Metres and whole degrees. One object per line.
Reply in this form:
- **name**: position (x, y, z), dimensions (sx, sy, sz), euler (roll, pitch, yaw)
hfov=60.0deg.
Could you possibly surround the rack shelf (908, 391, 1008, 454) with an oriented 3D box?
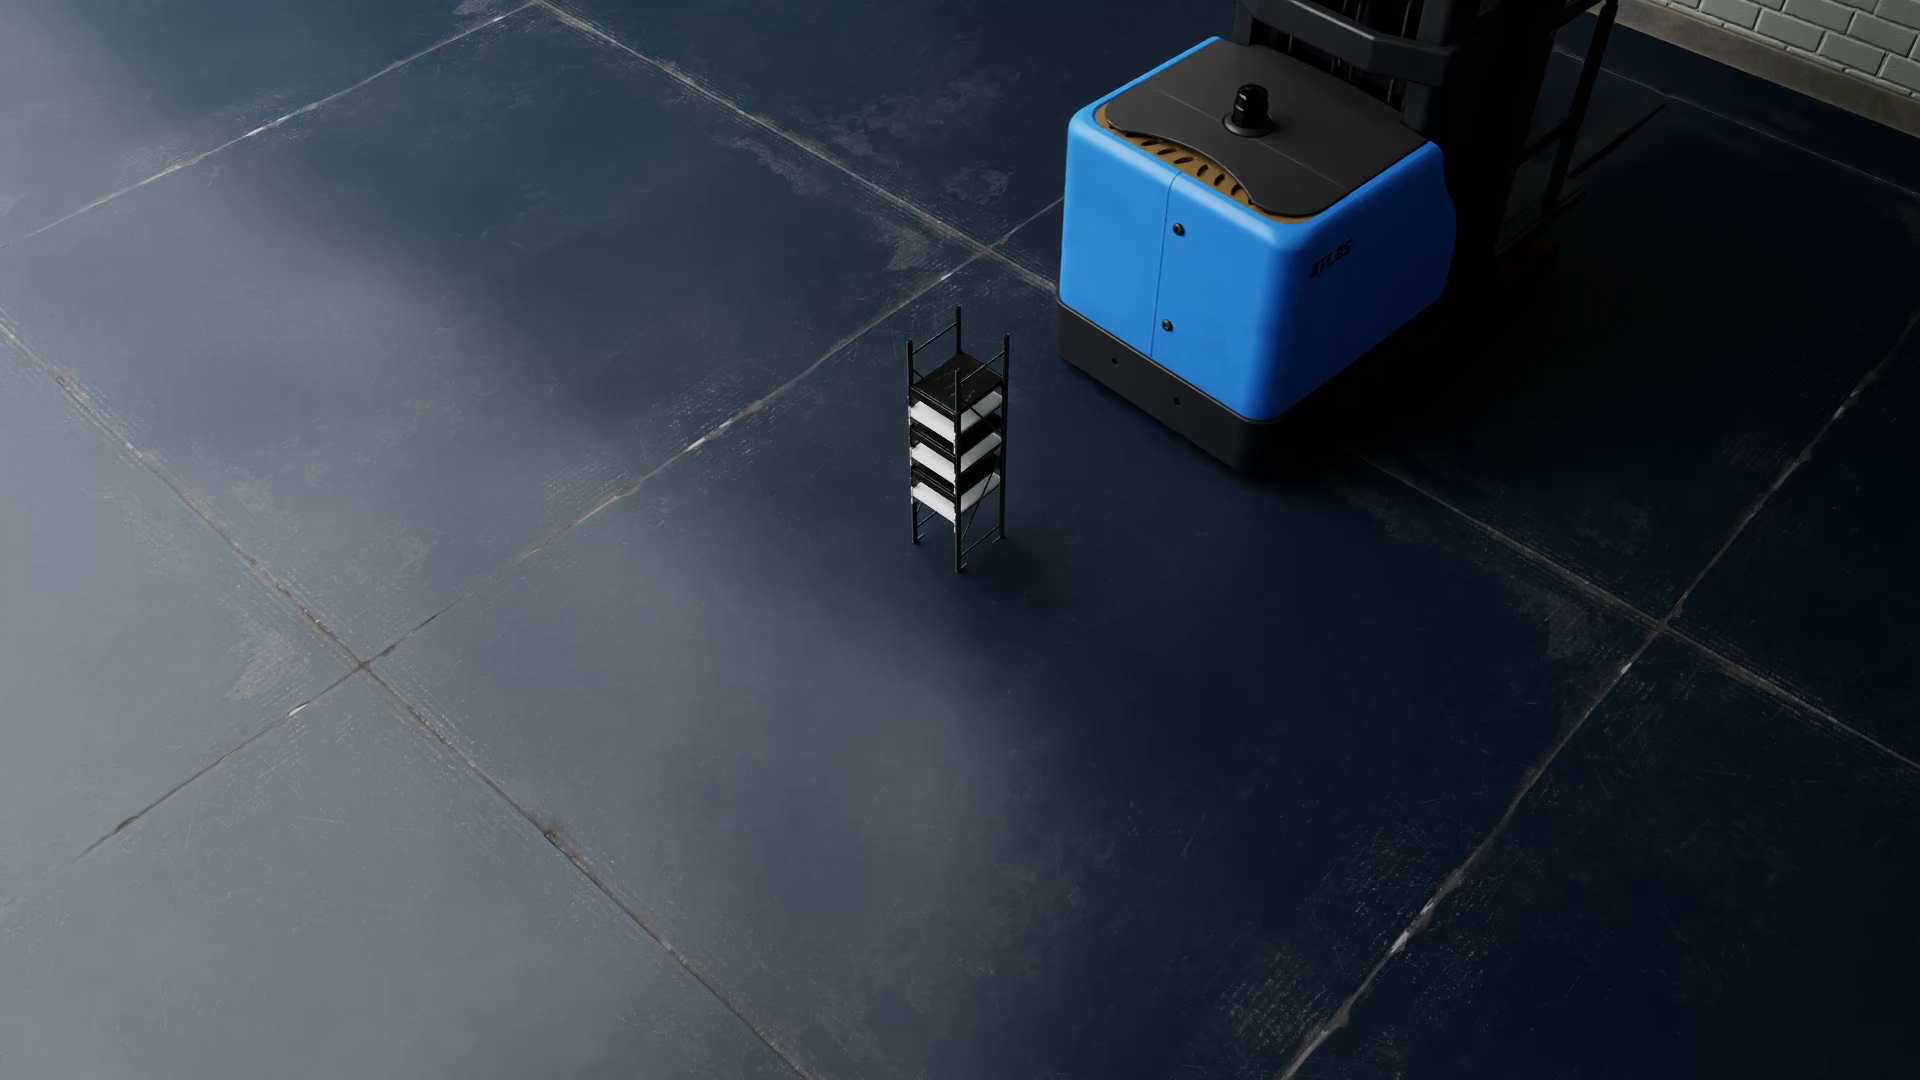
- **rack shelf**: position (-0.006, -0.412, 5.319), dimensions (0.200, 0.077, 0.258), euler (34, 55, 28)

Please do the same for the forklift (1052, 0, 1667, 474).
- **forklift**: position (1.766, -2.194, 5.800), dimensions (3.031, 2.935, 1.130), euler (-35, 56, -28)

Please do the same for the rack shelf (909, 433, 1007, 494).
- **rack shelf**: position (-0.006, -0.289, 5.450), dimensions (0.200, 0.077, 0.258), euler (34, 55, 28)

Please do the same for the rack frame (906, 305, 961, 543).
- **rack frame**: position (-0.081, -0.362, 5.473), dimensions (0.006, 0.900, 0.240), euler (34, 55, 28)

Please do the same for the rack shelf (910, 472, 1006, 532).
- **rack shelf**: position (-0.006, -0.166, 5.581), dimensions (0.200, 0.077, 0.258), euler (34, 55, 28)

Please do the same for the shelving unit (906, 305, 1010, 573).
- **shelving unit**: position (-0.006, -0.312, 5.426), dimensions (0.210, 0.900, 0.258), euler (34, 55, 28)

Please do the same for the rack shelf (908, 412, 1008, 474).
- **rack shelf**: position (-0.006, -0.351, 5.384), dimensions (0.200, 0.077, 0.258), euler (34, 55, 28)

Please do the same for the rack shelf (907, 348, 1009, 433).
- **rack shelf**: position (-0.006, -0.474, 5.253), dimensions (0.200, 0.077, 0.258), euler (34, 55, 28)

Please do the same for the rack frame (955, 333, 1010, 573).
- **rack frame**: position (0.069, -0.262, 5.379), dimensions (0.006, 0.900, 0.240), euler (34, 55, 28)

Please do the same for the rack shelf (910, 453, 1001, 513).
- **rack shelf**: position (-0.006, -0.228, 5.516), dimensions (0.200, 0.077, 0.258), euler (34, 55, 28)
